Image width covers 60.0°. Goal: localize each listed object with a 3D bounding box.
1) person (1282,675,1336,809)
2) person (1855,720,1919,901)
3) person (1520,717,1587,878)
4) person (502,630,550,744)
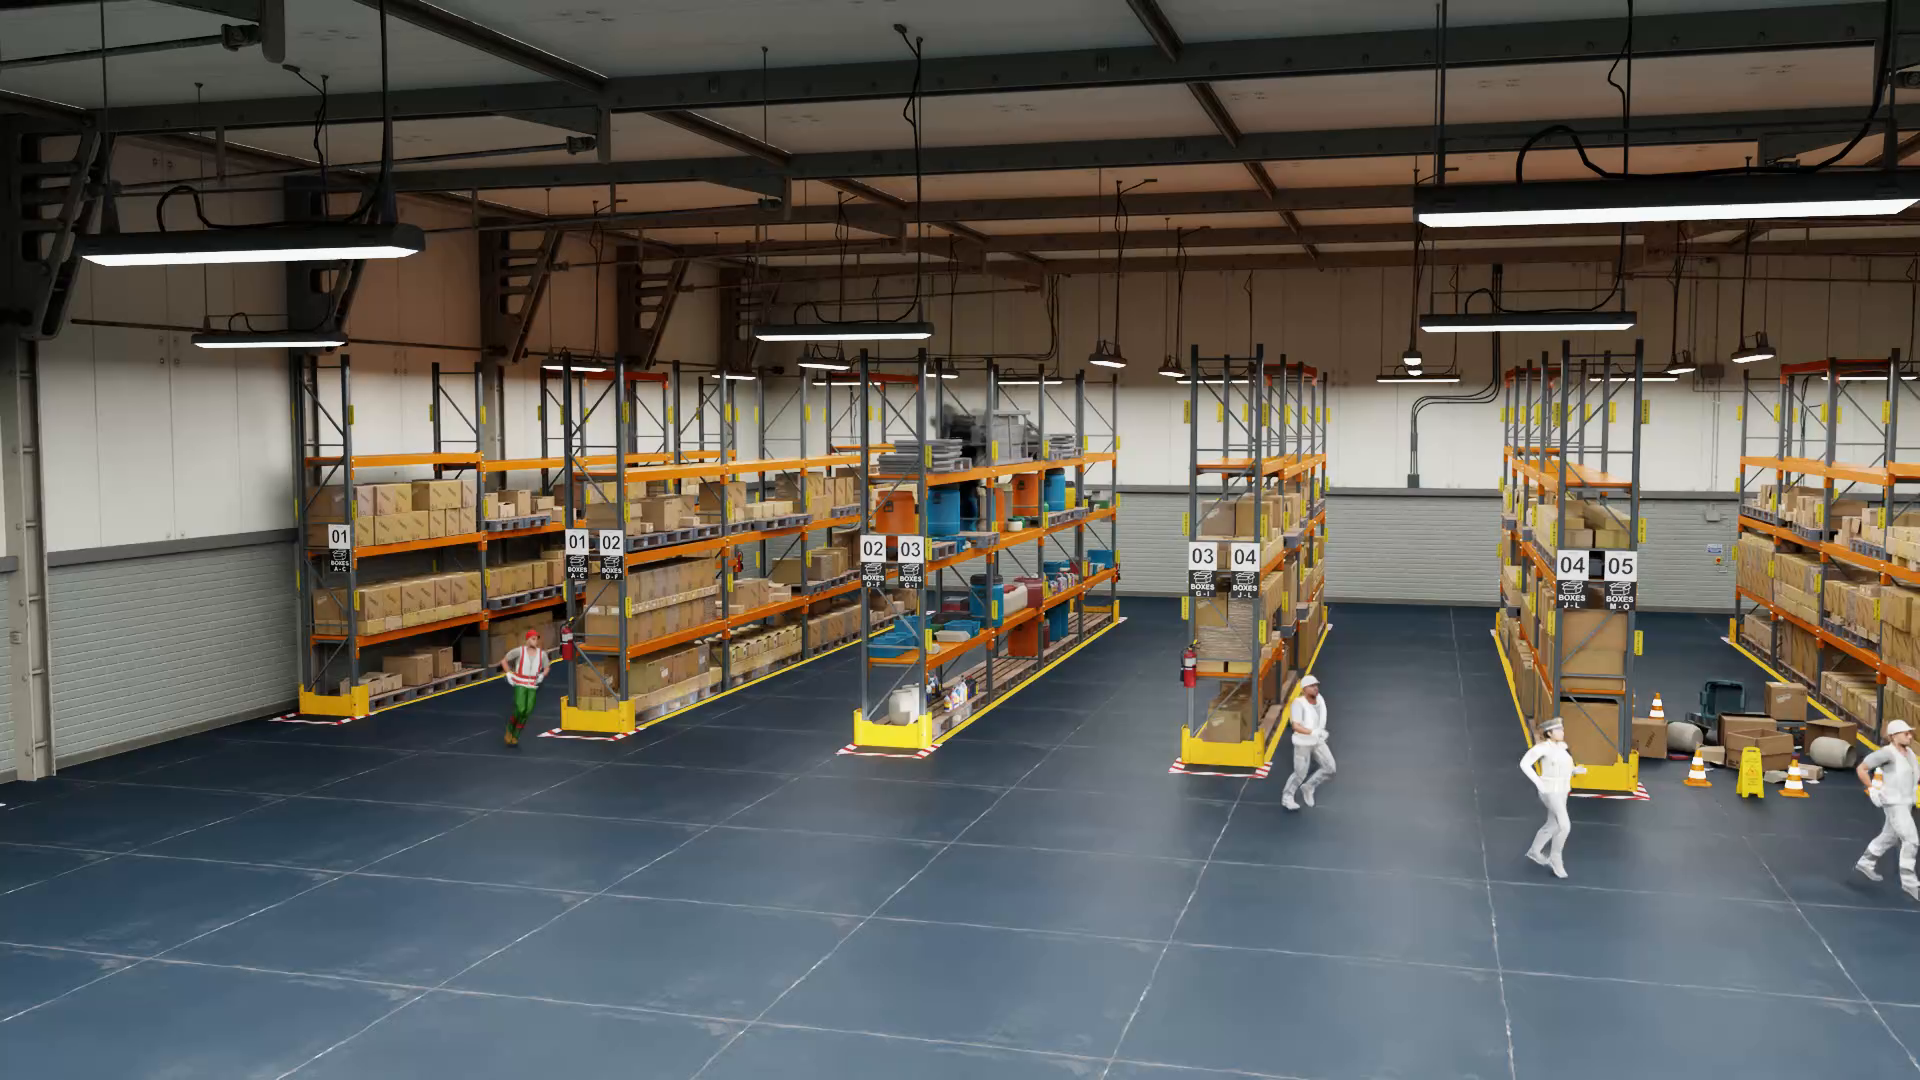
[{"bbox_3d":[4.420,2.550,20.883,0.705,1.730,0.796,-3,5,-32],"label":"person"},{"bbox_3d":[9.783,2.791,17.386,0.649,1.835,0.839,-3,5,-35],"label":"person"},{"bbox_3d":[6.499,2.800,18.181,0.590,1.748,0.689,-3,5,-38],"label":"person"},{"bbox_3d":[-6.557,2.235,25.259,0.698,1.737,0.583,-3,5,-35],"label":"person"}]
